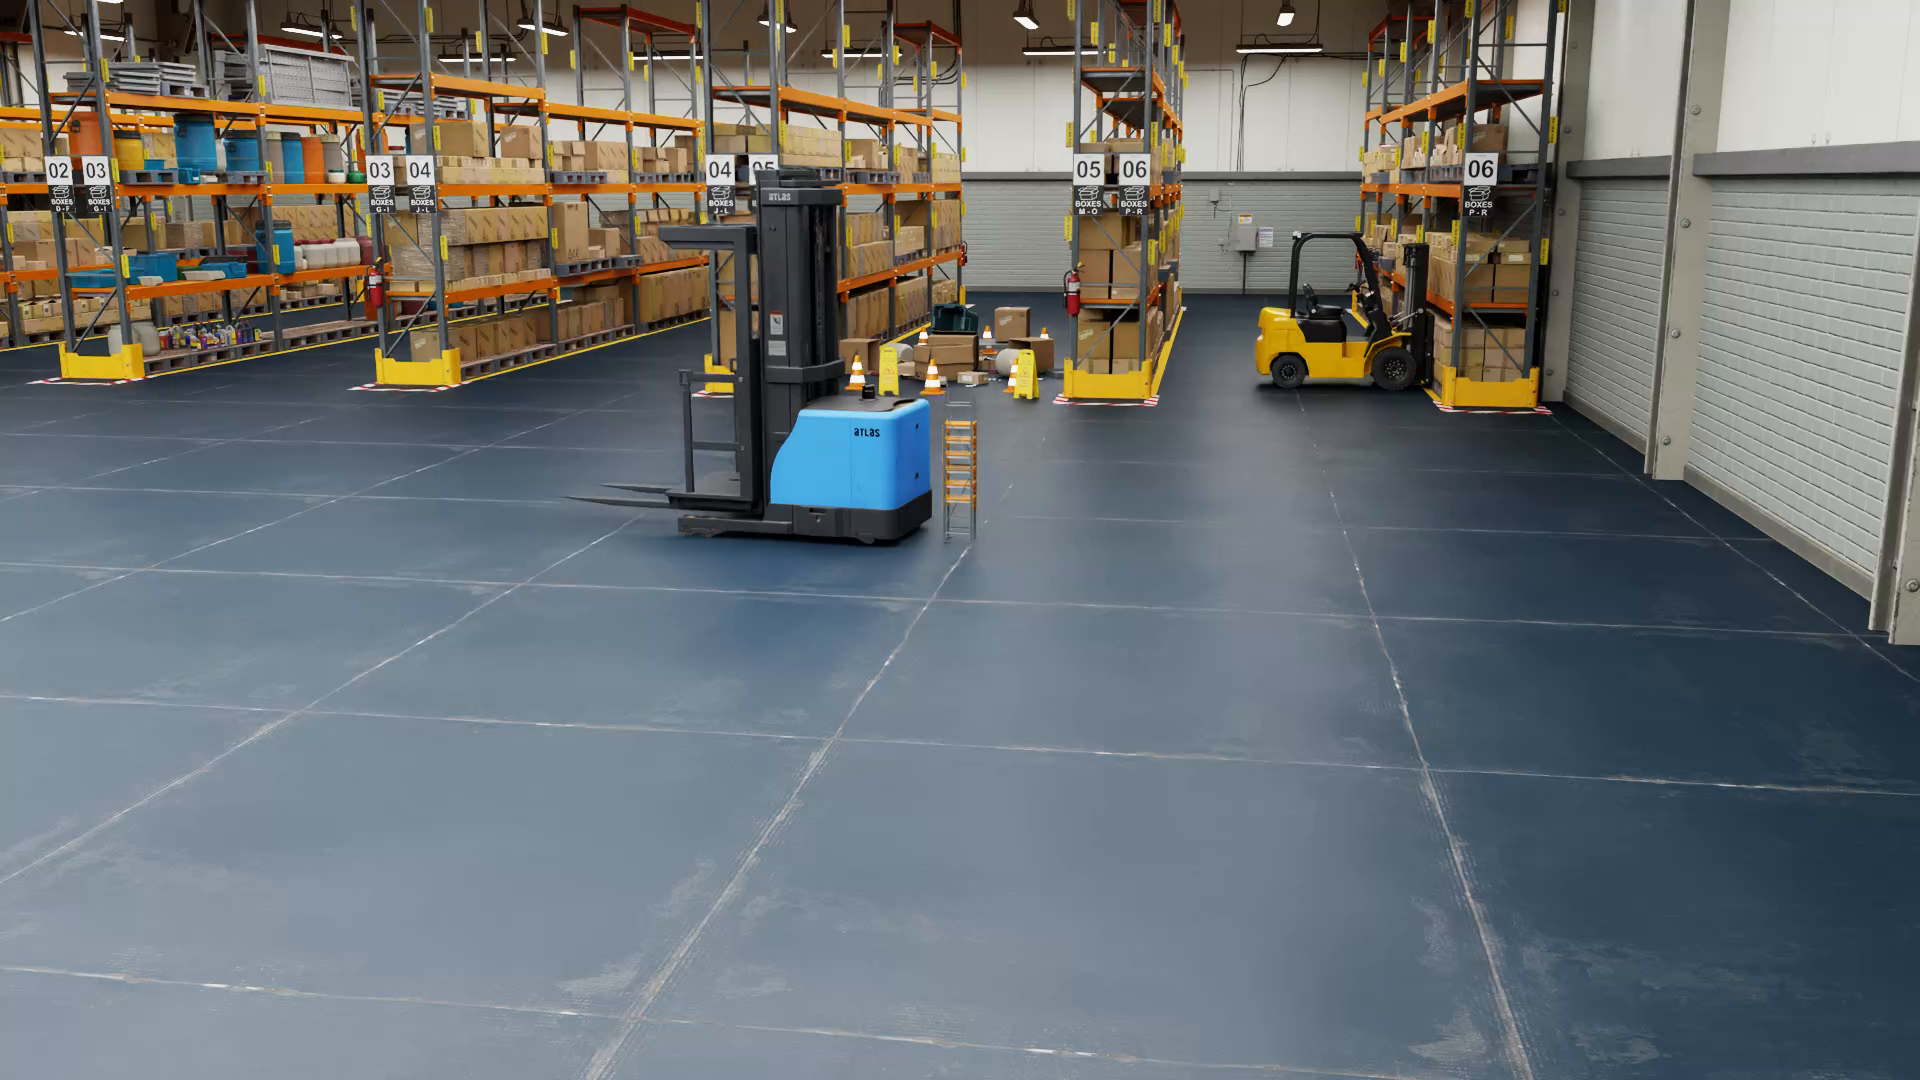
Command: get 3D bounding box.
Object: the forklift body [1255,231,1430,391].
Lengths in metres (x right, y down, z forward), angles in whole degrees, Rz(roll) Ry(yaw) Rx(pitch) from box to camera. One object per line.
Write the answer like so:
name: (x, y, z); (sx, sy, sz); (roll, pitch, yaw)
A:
forklift body: (5.377, -3.269, 23.558); (2.313, 2.155, 1.214); (2, 12, 9)

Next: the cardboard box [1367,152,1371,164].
cardboard box: (8.872, -8.049, 35.067); (0.500, 0.250, 0.500); (2, 12, 8)

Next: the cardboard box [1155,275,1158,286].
cardboard box: (2.818, -3.971, 25.397); (0.380, 0.149, 0.250); (2, 12, 10)

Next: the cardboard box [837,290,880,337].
cardboard box: (-2.007, -3.995, 29.252); (1.050, 0.750, 0.750); (2, 12, 10)

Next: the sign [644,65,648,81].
sign: (-6.508, -9.699, 34.546); (0.100, 0.325, 0.005); (2, 12, 9)

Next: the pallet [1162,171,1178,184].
pallet: (2.955, -5.939, 27.255); (1.213, 0.211, 1.003); (2, 12, 9)

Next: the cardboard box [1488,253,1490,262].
cardboard box: (7.217, -3.765, 22.064); (0.380, 0.149, 0.250); (2, 12, 8)

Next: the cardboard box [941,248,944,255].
cardboard box: (-0.557, -6.229, 35.873); (0.380, 0.149, 0.250); (2, 12, 11)

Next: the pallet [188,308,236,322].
pallet: (-16.025, -4.743, 35.000); (1.003, 0.211, 1.213); (2, 12, 9)

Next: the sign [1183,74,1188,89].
sign: (4.977, -10.129, 36.726); (0.100, 0.325, 0.005); (2, 12, 9)

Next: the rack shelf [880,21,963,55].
rack shelf: (-0.771, -10.650, 35.368); (1.077, 0.370, 4.000); (2, 12, 9)

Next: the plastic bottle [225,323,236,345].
plastic bottle: (-11.982, -3.374, 27.274); (0.144, 0.351, 0.185); (2, 12, 8)

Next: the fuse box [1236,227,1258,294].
fuse box: (7.341, -7.167, 42.689); (0.539, 1.711, 0.414); (2, 12, 9)

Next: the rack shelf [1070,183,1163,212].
rack shelf: (2.290, -4.921, 23.797); (1.077, 0.370, 4.000); (2, 12, 9)

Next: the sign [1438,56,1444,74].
sign: (9.283, -9.178, 32.129); (0.100, 0.325, 0.005); (2, 12, 9)

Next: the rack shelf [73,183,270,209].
rack shelf: (-12.396, -5.403, 26.031); (1.077, 0.370, 4.000); (2, 12, 9)

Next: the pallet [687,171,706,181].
pallet: (-5.828, -7.802, 35.668); (1.003, 0.211, 1.213); (2, 12, 9)

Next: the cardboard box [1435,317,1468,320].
cardboard box: (6.876, -3.003, 23.466); (0.500, 0.250, 0.500); (2, 12, 8)

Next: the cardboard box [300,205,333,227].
cardboard box: (-15.085, -7.587, 38.966); (0.500, 0.500, 0.500); (2, 12, 10)

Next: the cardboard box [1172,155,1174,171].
cardboard box: (3.161, -6.036, 26.619); (0.500, 0.250, 0.500); (2, 12, 8)

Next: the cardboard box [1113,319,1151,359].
cardboard box: (2.383, -2.782, 23.032); (0.500, 0.500, 0.500); (1, 12, 7)

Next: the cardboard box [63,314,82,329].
cardboard box: (-16.518, -4.017, 30.544); (0.500, 0.250, 0.500); (1, 12, 7)

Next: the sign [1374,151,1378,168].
sign: (8.196, -7.463, 32.657); (0.100, 0.325, 0.005); (2, 12, 9)

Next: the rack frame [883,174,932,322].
rack frame: (-1.078, -6.028, 34.343); (1.000, 3.000, 0.127); (2, 12, 9)

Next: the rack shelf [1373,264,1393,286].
rack shelf: (8.426, -4.960, 31.098); (1.077, 0.370, 4.000); (2, 12, 9)

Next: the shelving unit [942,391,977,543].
shelving unit: (-0.002, -0.584, 13.353); (0.258, 1.200, 0.189); (2, 12, 9)

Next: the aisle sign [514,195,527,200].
aisle sign: (-10.525, -8.498, 39.635); (0.394, 0.787, 0.004); (2, 12, 9)

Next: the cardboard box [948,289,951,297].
cardboard box: (-0.407, -5.482, 36.874); (0.380, 0.149, 0.250); (2, 12, 9)

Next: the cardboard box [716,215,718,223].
cardboard box: (-5.554, -6.842, 35.990); (0.500, 0.500, 0.500); (2, 12, 9)

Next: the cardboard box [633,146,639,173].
cardboard box: (-6.556, -7.228, 31.552); (0.797, 0.503, 0.637); (3, 12, 12)

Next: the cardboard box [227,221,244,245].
cardboard box: (-16.046, -6.694, 36.201); (0.700, 0.500, 0.500); (-2, 12, -10)

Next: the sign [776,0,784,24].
sign: (-2.377, -6.977, 21.915); (0.100, 0.325, 0.005); (2, 12, 9)

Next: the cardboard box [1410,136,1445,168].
cardboard box: (7.610, -6.310, 27.062); (0.500, 0.500, 0.500); (2, 12, 10)

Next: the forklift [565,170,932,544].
forklift: (-1.813, -1.557, 13.759); (3.031, 2.935, 1.130); (4, 13, 16)

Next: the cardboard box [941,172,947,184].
cardboard box: (-0.579, -7.721, 35.436); (0.500, 0.250, 0.500); (2, 12, 11)

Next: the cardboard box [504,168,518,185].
cardboard box: (-7.170, -5.619, 25.683); (0.500, 0.250, 0.500); (2, 12, 8)

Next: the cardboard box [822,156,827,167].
cardboard box: (-2.205, -5.662, 24.890); (0.380, 0.149, 0.250); (2, 12, 10)

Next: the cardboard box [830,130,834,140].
cardboard box: (-2.128, -6.159, 25.300); (0.380, 0.149, 0.250); (2, 12, 9)

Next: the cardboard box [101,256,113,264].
cardboard box: (-16.232, -5.380, 31.932); (0.380, 0.149, 0.250); (2, 12, 9)

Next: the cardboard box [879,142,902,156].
cardboard box: (-1.280, -7.267, 30.919); (0.396, 0.266, 0.258); (2, 12, 9)

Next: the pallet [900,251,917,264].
pallet: (-1.430, -5.515, 32.418); (1.003, 0.211, 1.213); (2, 12, 9)

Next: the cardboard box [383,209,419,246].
cardboard box: (-7.969, -4.517, 24.016); (0.500, 0.500, 0.500); (2, 12, 9)

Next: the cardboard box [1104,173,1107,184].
cardboard box: (1.761, -4.817, 22.202); (0.380, 0.149, 0.250); (2, 12, 9)

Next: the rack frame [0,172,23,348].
rack frame: (-16.982, -4.866, 28.952); (1.000, 3.000, 0.127); (2, 12, 9)

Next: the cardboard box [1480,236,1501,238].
cardboard box: (7.417, -4.126, 23.034); (0.380, 0.149, 0.250); (2, 12, 9)

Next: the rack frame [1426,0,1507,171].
rack frame: (7.503, -6.996, 24.594); (1.000, 3.000, 0.127); (2, 12, 9)

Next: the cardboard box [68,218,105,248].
cardboard box: (-20.430, -7.102, 38.615); (0.980, 0.700, 0.700); (2, 12, 7)

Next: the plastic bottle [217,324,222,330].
plastic bottle: (-12.570, -3.534, 28.203); (0.097, 0.271, 0.097); (0, 12, 0)

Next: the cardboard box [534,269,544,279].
cardboard box: (-6.985, -4.315, 26.993); (0.380, 0.149, 0.250); (2, 12, 9)

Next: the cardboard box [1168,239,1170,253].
cardboard box: (3.616, -5.432, 30.747); (0.500, 0.250, 0.500); (2, 12, 10)

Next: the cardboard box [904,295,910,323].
cardboard box: (-1.259, -4.422, 31.829); (0.500, 0.500, 0.500); (2, 12, 9)

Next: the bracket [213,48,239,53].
bracket: (-19.783, -13.251, 45.077); (0.076, 0.066, 3.189); (2, 12, 9)

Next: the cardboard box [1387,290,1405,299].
cardboard box: (8.176, -4.582, 31.033); (0.380, 0.149, 0.250); (1, 12, 6)

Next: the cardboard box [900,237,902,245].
cardboard box: (-1.305, -5.682, 31.631); (0.380, 0.149, 0.250); (2, 12, 9)

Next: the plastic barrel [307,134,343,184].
plastic barrel: (-11.814, -7.085, 30.938); (0.600, 0.901, 0.600); (0, 12, 0)

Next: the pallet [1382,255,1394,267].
pallet: (8.413, -5.207, 30.989); (1.003, 0.211, 1.213); (2, 12, 9)

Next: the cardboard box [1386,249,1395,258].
cardboard box: (7.840, -5.127, 29.764); (0.380, 0.149, 0.250); (2, 12, 10)
